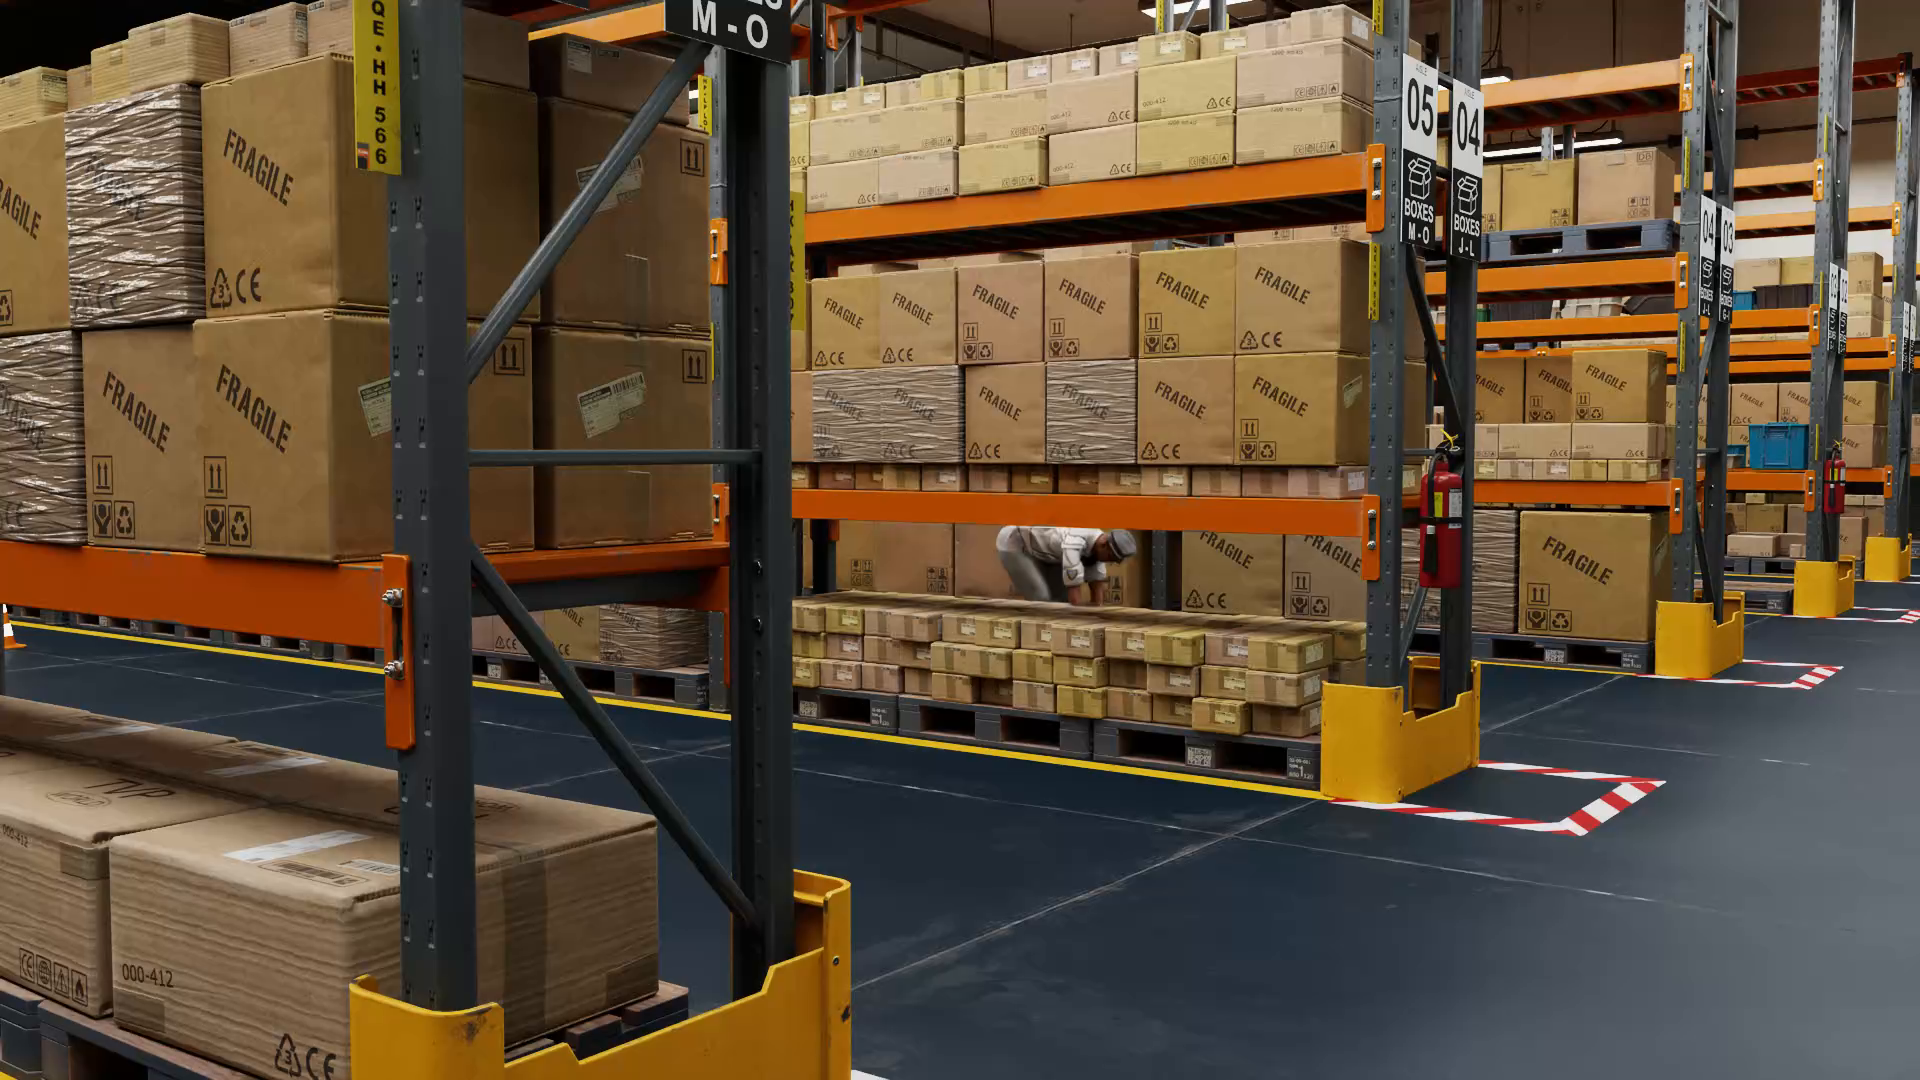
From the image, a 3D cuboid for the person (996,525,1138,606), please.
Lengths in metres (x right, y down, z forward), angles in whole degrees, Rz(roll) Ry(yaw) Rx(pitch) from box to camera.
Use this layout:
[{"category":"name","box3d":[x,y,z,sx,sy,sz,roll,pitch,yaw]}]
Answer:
[{"category":"person","box3d":[0.749,0.352,11.583,1.044,1.080,0.505,2,4,34]}]
